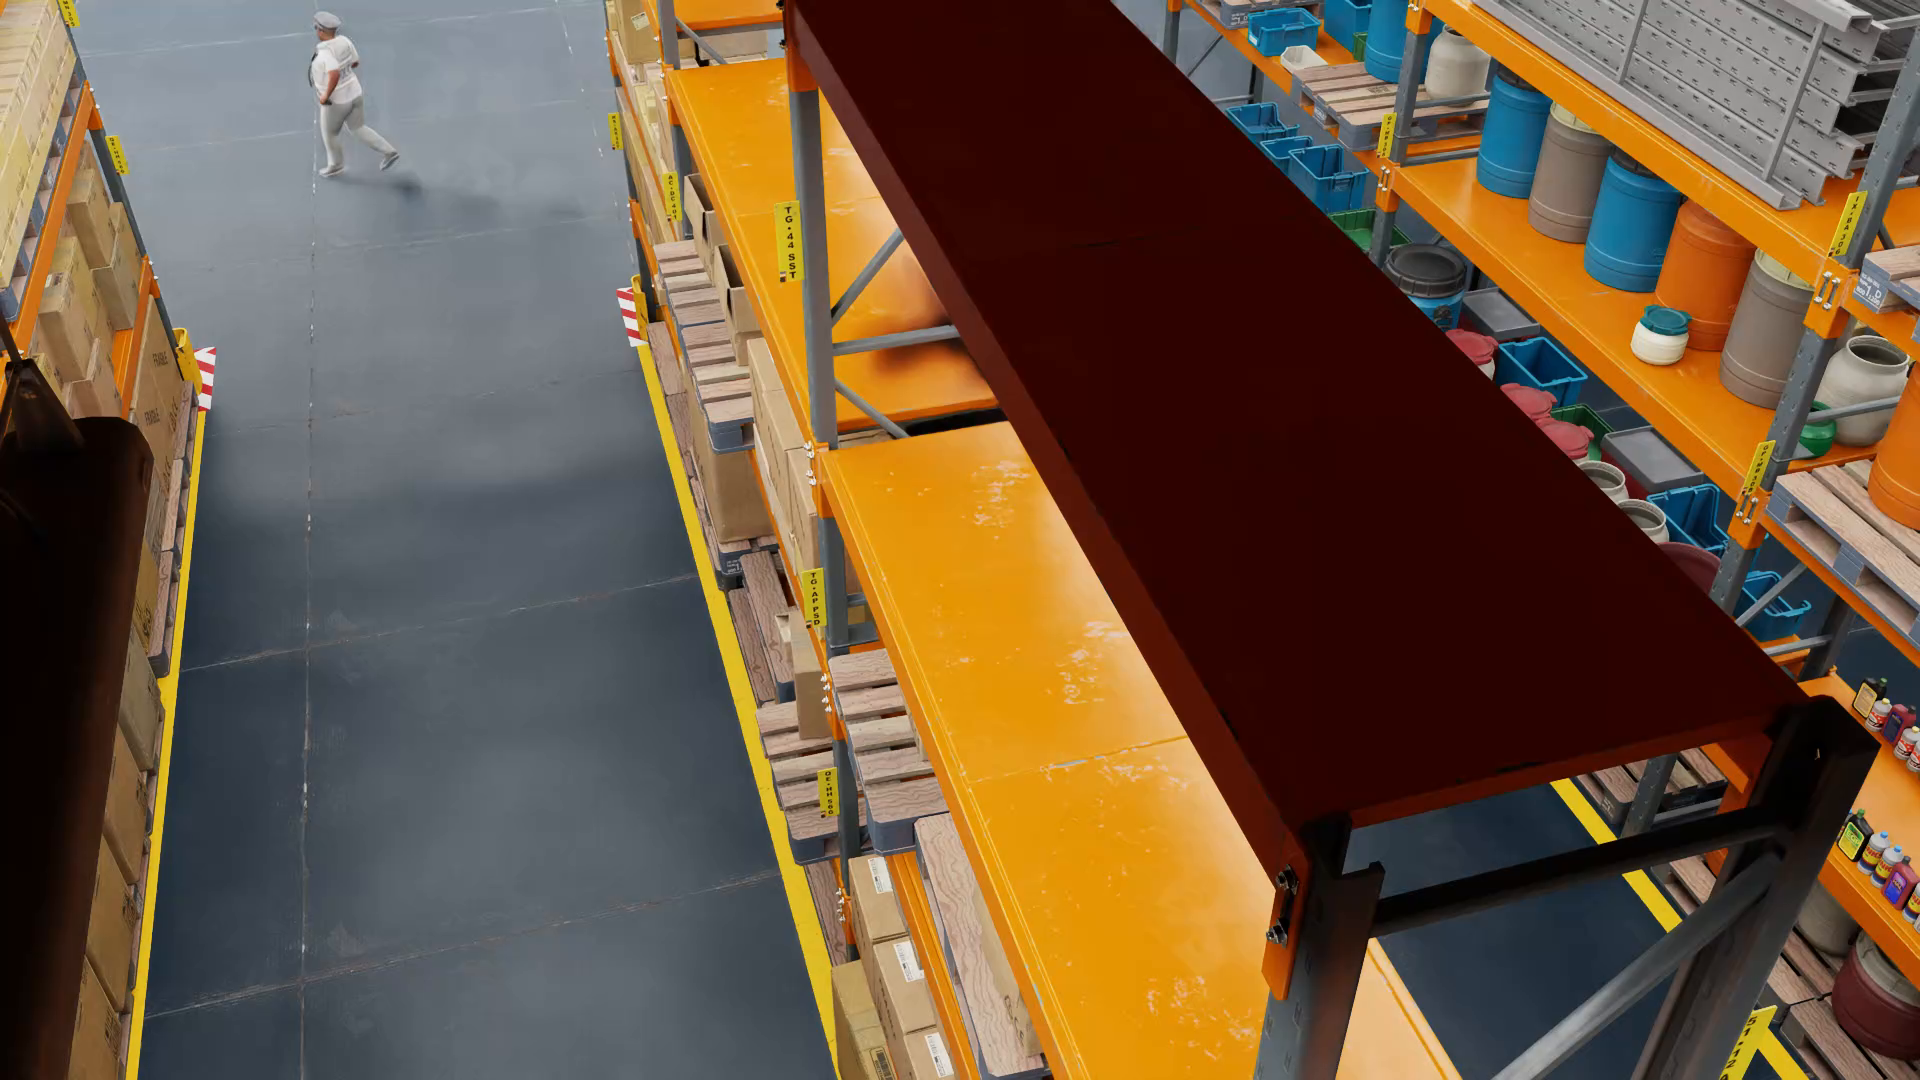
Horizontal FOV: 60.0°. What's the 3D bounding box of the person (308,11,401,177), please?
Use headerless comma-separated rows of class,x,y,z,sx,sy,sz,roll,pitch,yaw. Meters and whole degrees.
person,-6.371,-4.555,17.156,0.980,1.790,0.674,12,40,15
